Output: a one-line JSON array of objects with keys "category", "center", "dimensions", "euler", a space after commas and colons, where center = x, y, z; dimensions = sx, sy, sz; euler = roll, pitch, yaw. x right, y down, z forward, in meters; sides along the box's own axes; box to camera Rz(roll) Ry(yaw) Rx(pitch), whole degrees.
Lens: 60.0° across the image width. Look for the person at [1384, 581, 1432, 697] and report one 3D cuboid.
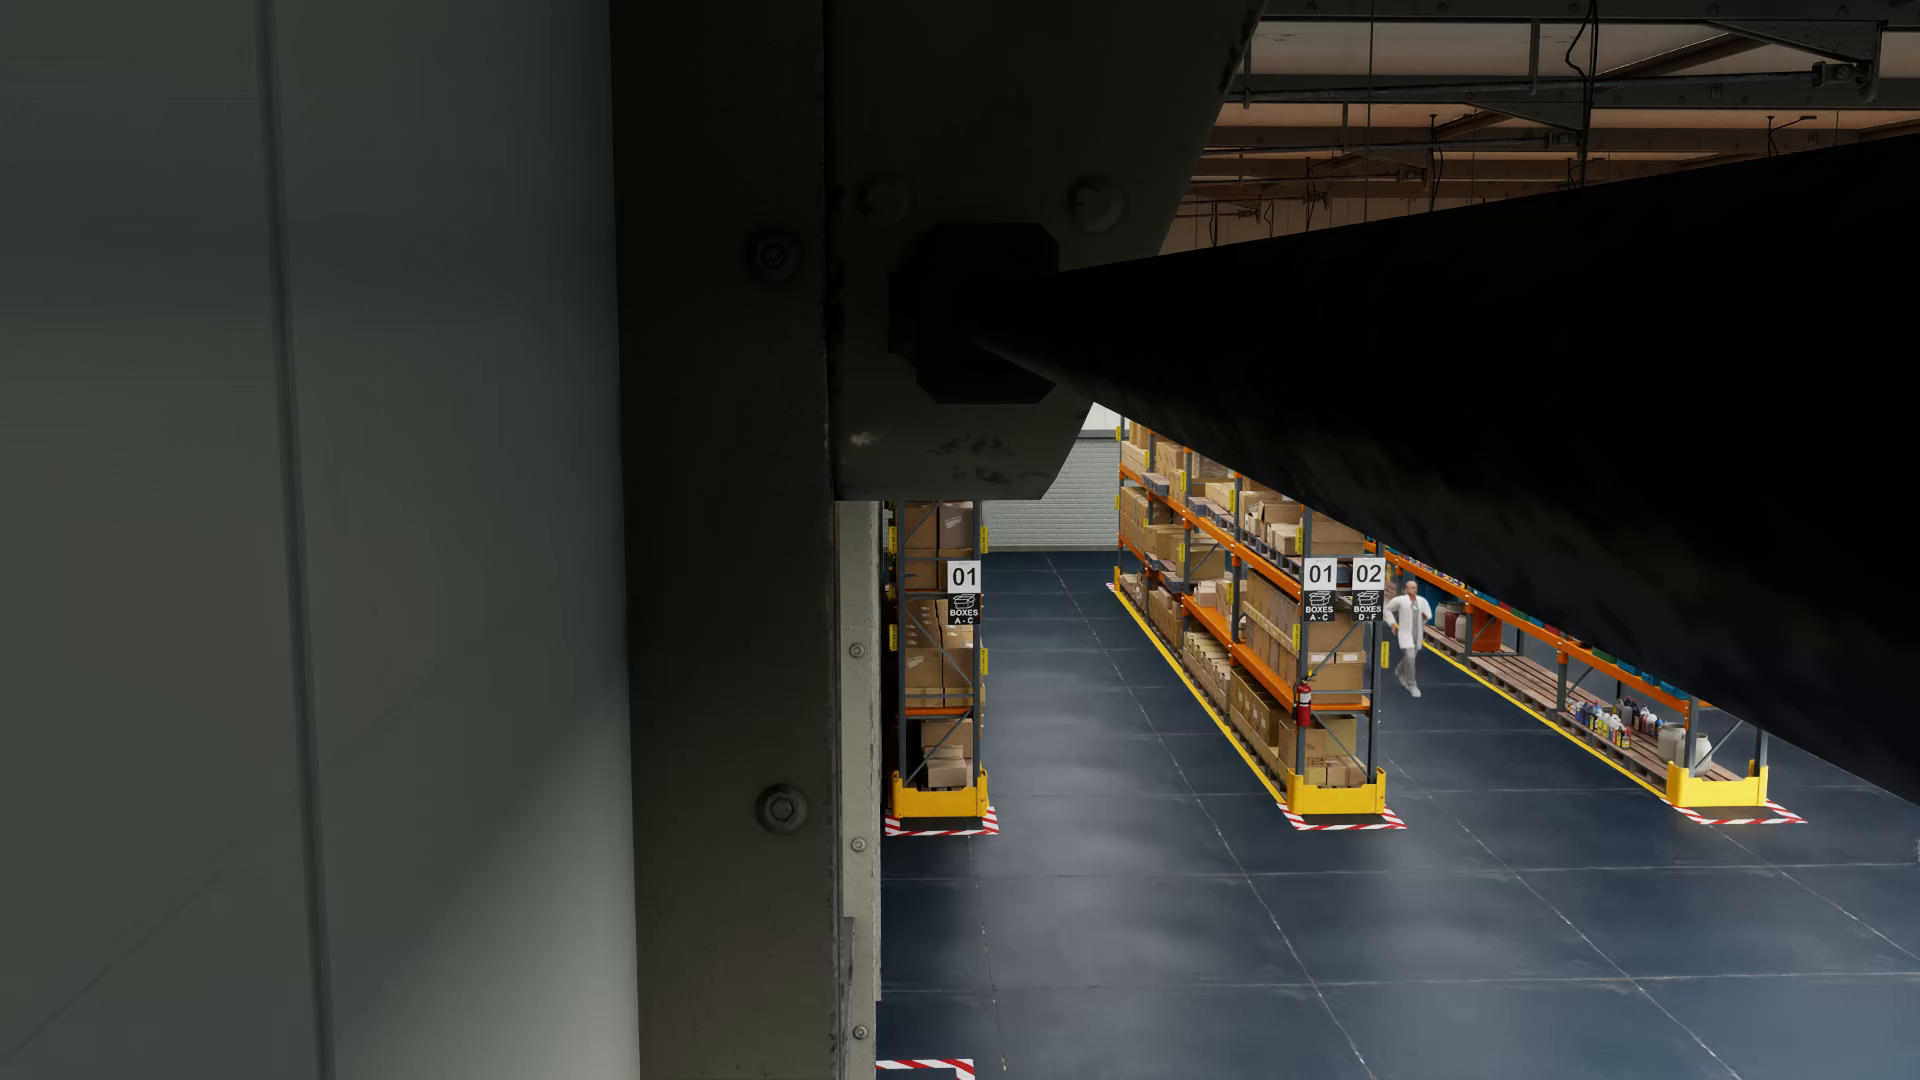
[{"category": "person", "center": [7.296, 1.580, 26.976], "dimensions": [0.687, 1.761, 0.990], "euler": [-2, 9, -16]}]
